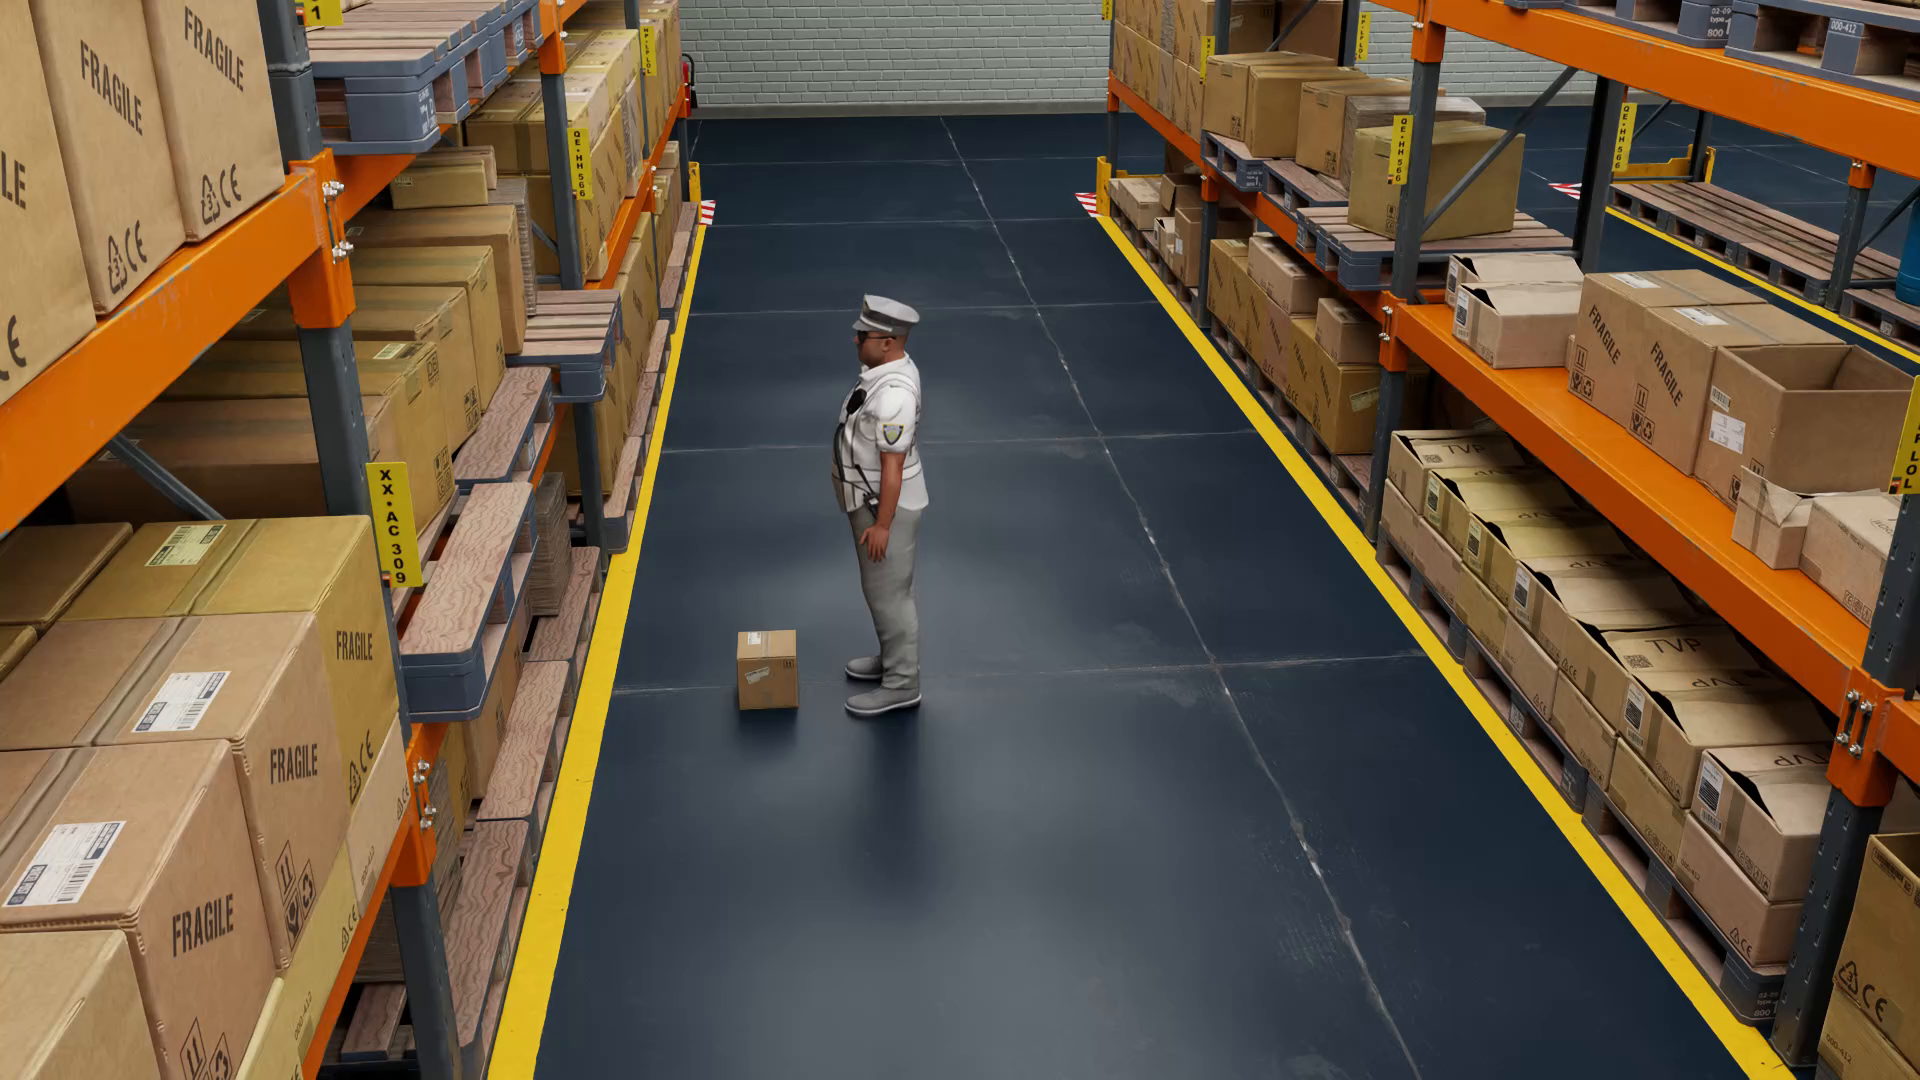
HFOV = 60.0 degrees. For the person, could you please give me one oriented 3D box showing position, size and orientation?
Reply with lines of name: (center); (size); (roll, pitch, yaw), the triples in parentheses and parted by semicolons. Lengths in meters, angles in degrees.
person: (-0.331, -0.150, 6.913); (0.395, 1.774, 0.527); (-2, 24, -4)
